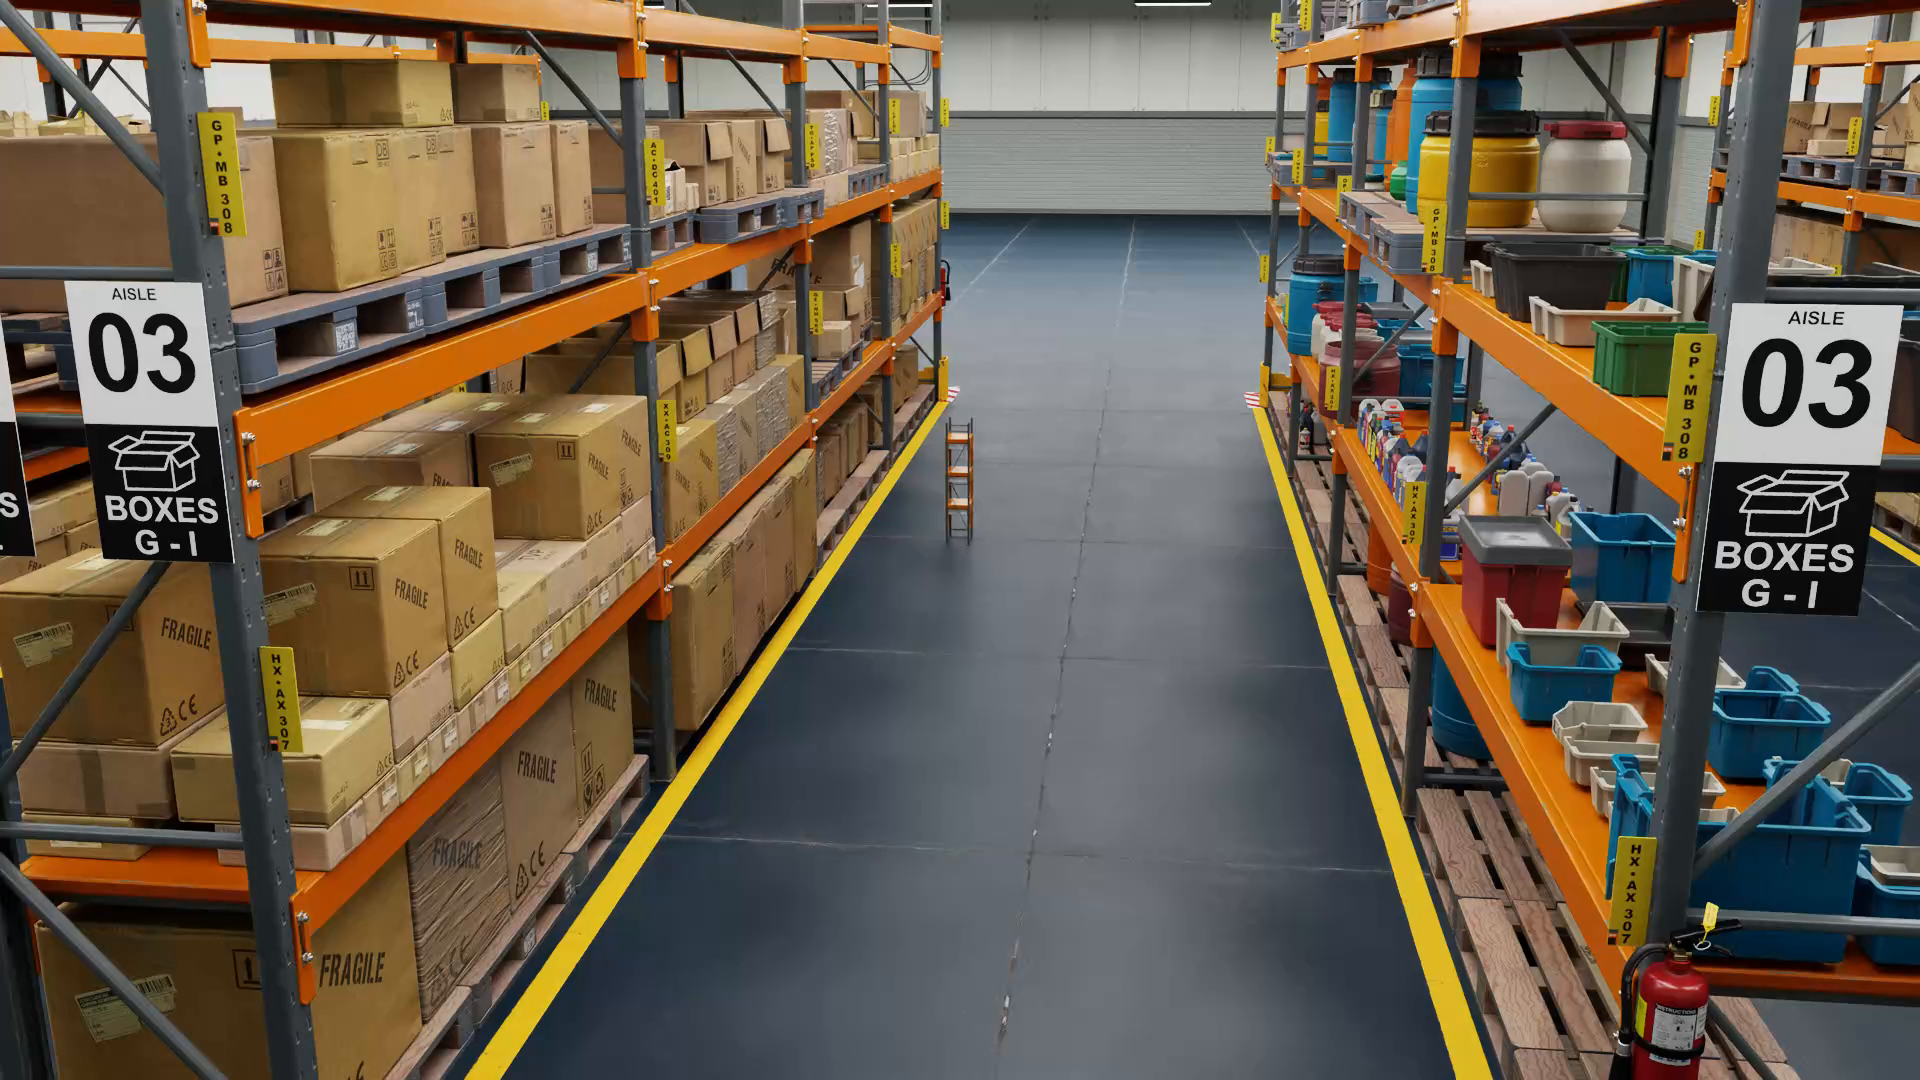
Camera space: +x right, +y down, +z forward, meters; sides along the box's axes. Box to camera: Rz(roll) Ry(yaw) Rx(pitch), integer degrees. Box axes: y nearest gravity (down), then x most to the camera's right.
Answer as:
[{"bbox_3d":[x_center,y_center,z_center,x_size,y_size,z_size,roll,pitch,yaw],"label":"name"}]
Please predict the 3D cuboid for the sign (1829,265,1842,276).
[{"bbox_3d":[8.108,-2.384,15.423,0.100,0.325,0.005,2,15,6],"label":"sign"}]

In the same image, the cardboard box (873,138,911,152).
[{"bbox_3d":[-0.735,-4.255,17.930,0.380,0.149,0.250,2,15,8],"label":"cardboard box"}]

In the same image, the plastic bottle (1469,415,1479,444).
[{"bbox_3d":[3.634,-0.779,11.677,0.097,0.201,0.097,0,15,0],"label":"plastic bottle"}]

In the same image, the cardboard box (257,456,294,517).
[{"bbox_3d":[-6.393,-0.612,14.184,1.050,0.750,0.750,1,15,5],"label":"cardboard box"}]

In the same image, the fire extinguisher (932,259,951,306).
[{"bbox_3d":[-0.261,-3.221,20.477,0.296,0.674,0.183,2,15,6],"label":"fire extinguisher"}]

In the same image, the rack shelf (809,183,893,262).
[{"bbox_3d":[-1.409,-2.787,14.354,1.077,0.370,4.000,2,15,6],"label":"rack shelf"}]

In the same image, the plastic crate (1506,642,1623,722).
[{"bbox_3d":[2.361,0.565,6.532,0.416,0.233,0.300,2,15,6],"label":"plastic crate"}]

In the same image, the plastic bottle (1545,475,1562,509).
[{"bbox_3d":[3.401,-0.241,9.530,0.061,0.283,0.133,2,15,6],"label":"plastic bottle"}]

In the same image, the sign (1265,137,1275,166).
[{"bbox_3d":[3.643,-4.566,19.539,0.100,0.325,0.005,2,15,6],"label":"sign"}]

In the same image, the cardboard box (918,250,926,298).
[{"bbox_3d":[-0.858,-3.031,18.863,0.875,0.500,0.500,2,15,6],"label":"cardboard box"}]

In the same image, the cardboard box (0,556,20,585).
[{"bbox_3d":[-6.598,0.380,10.993,0.500,0.500,0.500,2,15,9],"label":"cardboard box"}]

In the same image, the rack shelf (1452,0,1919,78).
[{"bbox_3d":[2.610,-1.821,5.802,1.077,0.370,4.000,2,15,6],"label":"rack shelf"}]

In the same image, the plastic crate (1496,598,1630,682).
[{"bbox_3d":[2.480,0.435,6.920,0.437,0.282,0.530,2,15,6],"label":"plastic crate"}]

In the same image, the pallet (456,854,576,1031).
[{"bbox_3d":[-2.385,1.728,7.367,1.003,0.211,1.213,2,15,6],"label":"pallet"}]

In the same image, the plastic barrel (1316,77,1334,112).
[{"bbox_3d":[4.261,-4.825,18.885,0.600,0.830,0.708,2,15,6],"label":"plastic barrel"}]

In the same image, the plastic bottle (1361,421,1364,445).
[{"bbox_3d":[2.865,-0.769,11.638,0.097,0.201,0.097,0,15,0],"label":"plastic bottle"}]

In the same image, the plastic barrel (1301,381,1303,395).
[{"bbox_3d":[4.191,-1.925,19.498,0.421,0.512,0.421,0,15,0],"label":"plastic barrel"}]

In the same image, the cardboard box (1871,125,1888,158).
[{"bbox_3d":[9.039,-3.850,16.007,0.500,0.311,0.500,1,15,3],"label":"cardboard box"}]

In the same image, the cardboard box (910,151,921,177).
[{"bbox_3d":[-0.705,-4.093,18.092,0.500,0.250,0.500,1,15,5],"label":"cardboard box"}]

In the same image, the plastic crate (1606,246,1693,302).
[{"bbox_3d":[3.088,-1.211,7.554,0.450,0.188,0.662,2,15,6],"label":"plastic crate"}]

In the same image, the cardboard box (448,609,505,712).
[{"bbox_3d":[-2.102,0.454,6.453,0.500,0.250,0.500,1,15,4],"label":"cardboard box"}]

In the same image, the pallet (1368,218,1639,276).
[{"bbox_3d":[2.827,-1.547,8.753,1.213,0.211,1.003,2,15,6],"label":"pallet"}]

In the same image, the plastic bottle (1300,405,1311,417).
[{"bbox_3d":[3.546,-1.218,17.152,0.144,0.351,0.185,1,15,3],"label":"plastic bottle"}]

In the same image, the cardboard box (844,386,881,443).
[{"bbox_3d":[-1.098,-1.304,17.221,0.500,0.500,0.500,1,15,5],"label":"cardboard box"}]

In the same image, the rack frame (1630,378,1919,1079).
[{"bbox_3d":[2.384,1.053,4.521,1.000,3.000,0.127,2,15,6],"label":"rack frame"}]

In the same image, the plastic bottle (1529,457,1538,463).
[{"bbox_3d":[3.437,-0.361,9.995,0.097,0.271,0.097,0,15,0],"label":"plastic bottle"}]

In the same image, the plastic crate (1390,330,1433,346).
[{"bbox_3d":[3.773,-1.463,13.702,0.402,0.464,0.583,2,15,6],"label":"plastic crate"}]

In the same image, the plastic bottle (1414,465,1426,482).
[{"bbox_3d":[2.635,-0.256,9.458,0.144,0.351,0.185,2,15,6],"label":"plastic bottle"}]

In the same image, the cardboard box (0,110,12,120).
[{"bbox_3d":[-6.919,-2.908,11.765,0.396,0.266,0.258,2,15,6],"label":"cardboard box"}]

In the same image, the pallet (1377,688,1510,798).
[{"bbox_3d":[2.964,1.163,9.457,1.003,0.211,1.213,2,15,6],"label":"pallet"}]

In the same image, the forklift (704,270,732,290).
[{"bbox_3d":[-2.747,-1.977,15.859,1.130,2.935,3.031,0,15,1],"label":"forklift"}]

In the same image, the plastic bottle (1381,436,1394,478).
[{"bbox_3d":[2.746,-0.528,10.615,0.097,0.271,0.097,0,15,0],"label":"plastic bottle"}]

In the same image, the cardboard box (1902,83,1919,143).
[{"bbox_3d":[8.551,-3.694,14.376,0.500,0.500,0.500,2,15,7],"label":"cardboard box"}]

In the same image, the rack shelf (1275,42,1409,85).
[{"bbox_3d":[3.964,-4.934,17.312,1.077,0.370,4.000,2,15,6],"label":"rack shelf"}]

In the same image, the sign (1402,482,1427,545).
[{"bbox_3d":[2.289,-0.135,8.383,0.100,0.325,0.005,2,15,6],"label":"sign"}]

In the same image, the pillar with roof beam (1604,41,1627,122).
[{"bbox_3d":[13.921,-13.401,46.483,9.100,9.000,0.548,2,15,6],"label":"pillar with roof beam"}]

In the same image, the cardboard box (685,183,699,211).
[{"bbox_3d":[-1.769,-2.041,9.895,0.380,0.149,0.250,1,15,4],"label":"cardboard box"}]

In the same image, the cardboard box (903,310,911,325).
[{"bbox_3d":[-0.730,-2.390,17.734,0.380,0.149,0.250,2,15,6],"label":"cardboard box"}]

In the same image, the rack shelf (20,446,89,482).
[{"bbox_3d":[-6.777,-0.474,11.546,1.077,0.370,4.000,2,15,6],"label":"rack shelf"}]

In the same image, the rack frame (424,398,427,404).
[{"bbox_3d":[-6.100,-2.377,17.207,1.000,3.000,0.127,2,15,6],"label":"rack frame"}]

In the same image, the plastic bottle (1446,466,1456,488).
[{"bbox_3d":[2.778,-0.252,9.443,0.144,0.351,0.185,2,15,6],"label":"plastic bottle"}]

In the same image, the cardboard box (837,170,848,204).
[{"bbox_3d":[-1.222,-2.924,13.771,0.500,0.250,0.500,2,15,7],"label":"cardboard box"}]

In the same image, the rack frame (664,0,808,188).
[{"bbox_3d":[-1.635,-4.064,11.950,1.000,3.000,0.127,2,15,6],"label":"rack frame"}]

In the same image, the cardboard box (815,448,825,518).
[{"bbox_3d":[-1.529,-0.492,14.181,0.700,0.500,0.500,0,15,2],"label":"cardboard box"}]

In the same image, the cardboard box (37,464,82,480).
[{"bbox_3d":[-6.927,-0.395,12.423,0.500,0.250,0.500,2,15,6],"label":"cardboard box"}]

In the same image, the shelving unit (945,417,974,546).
[{"bbox_3d":[-0.006,-0.493,13.974,0.215,1.050,0.252,2,15,6],"label":"shelving unit"}]

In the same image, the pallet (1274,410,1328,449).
[{"bbox_3d":[3.990,-1.203,18.208,1.003,0.211,1.213,2,15,6],"label":"pallet"}]

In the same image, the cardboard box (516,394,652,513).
[{"bbox_3d":[-1.872,-0.436,8.310,0.500,0.500,0.500,2,15,8],"label":"cardboard box"}]

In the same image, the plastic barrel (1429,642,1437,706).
[{"bbox_3d":[2.994,0.502,9.776,0.600,0.901,0.708,2,15,6],"label":"plastic barrel"}]

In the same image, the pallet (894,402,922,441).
[{"bbox_3d":[-1.007,-1.351,18.756,1.003,0.211,1.213,2,15,6],"label":"pallet"}]

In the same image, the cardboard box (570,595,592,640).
[{"bbox_3d":[-1.911,0.347,7.614,0.380,0.149,0.250,2,15,7],"label":"cardboard box"}]

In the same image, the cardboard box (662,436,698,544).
[{"bbox_3d":[-1.786,-0.290,9.298,0.500,0.500,0.500,2,15,6],"label":"cardboard box"}]

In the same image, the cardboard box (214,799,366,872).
[{"bbox_3d":[-2.169,0.946,5.398,0.380,0.149,0.250,2,15,7],"label":"cardboard box"}]

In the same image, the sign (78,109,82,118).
[{"bbox_3d":[-11.118,-5.420,21.040,0.100,0.325,0.005,2,15,6],"label":"sign"}]

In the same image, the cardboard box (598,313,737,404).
[{"bbox_3d":[-1.879,-1.168,10.621,0.797,0.503,0.637,2,15,8],"label":"cardboard box"}]

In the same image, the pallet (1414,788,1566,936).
[{"bbox_3d":[2.791,1.554,8.012,1.003,0.211,1.213,2,15,6],"label":"pallet"}]

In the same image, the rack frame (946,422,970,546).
[{"bbox_3d":[-0.020,-0.461,13.857,0.200,1.050,0.008,2,15,6],"label":"rack frame"}]
